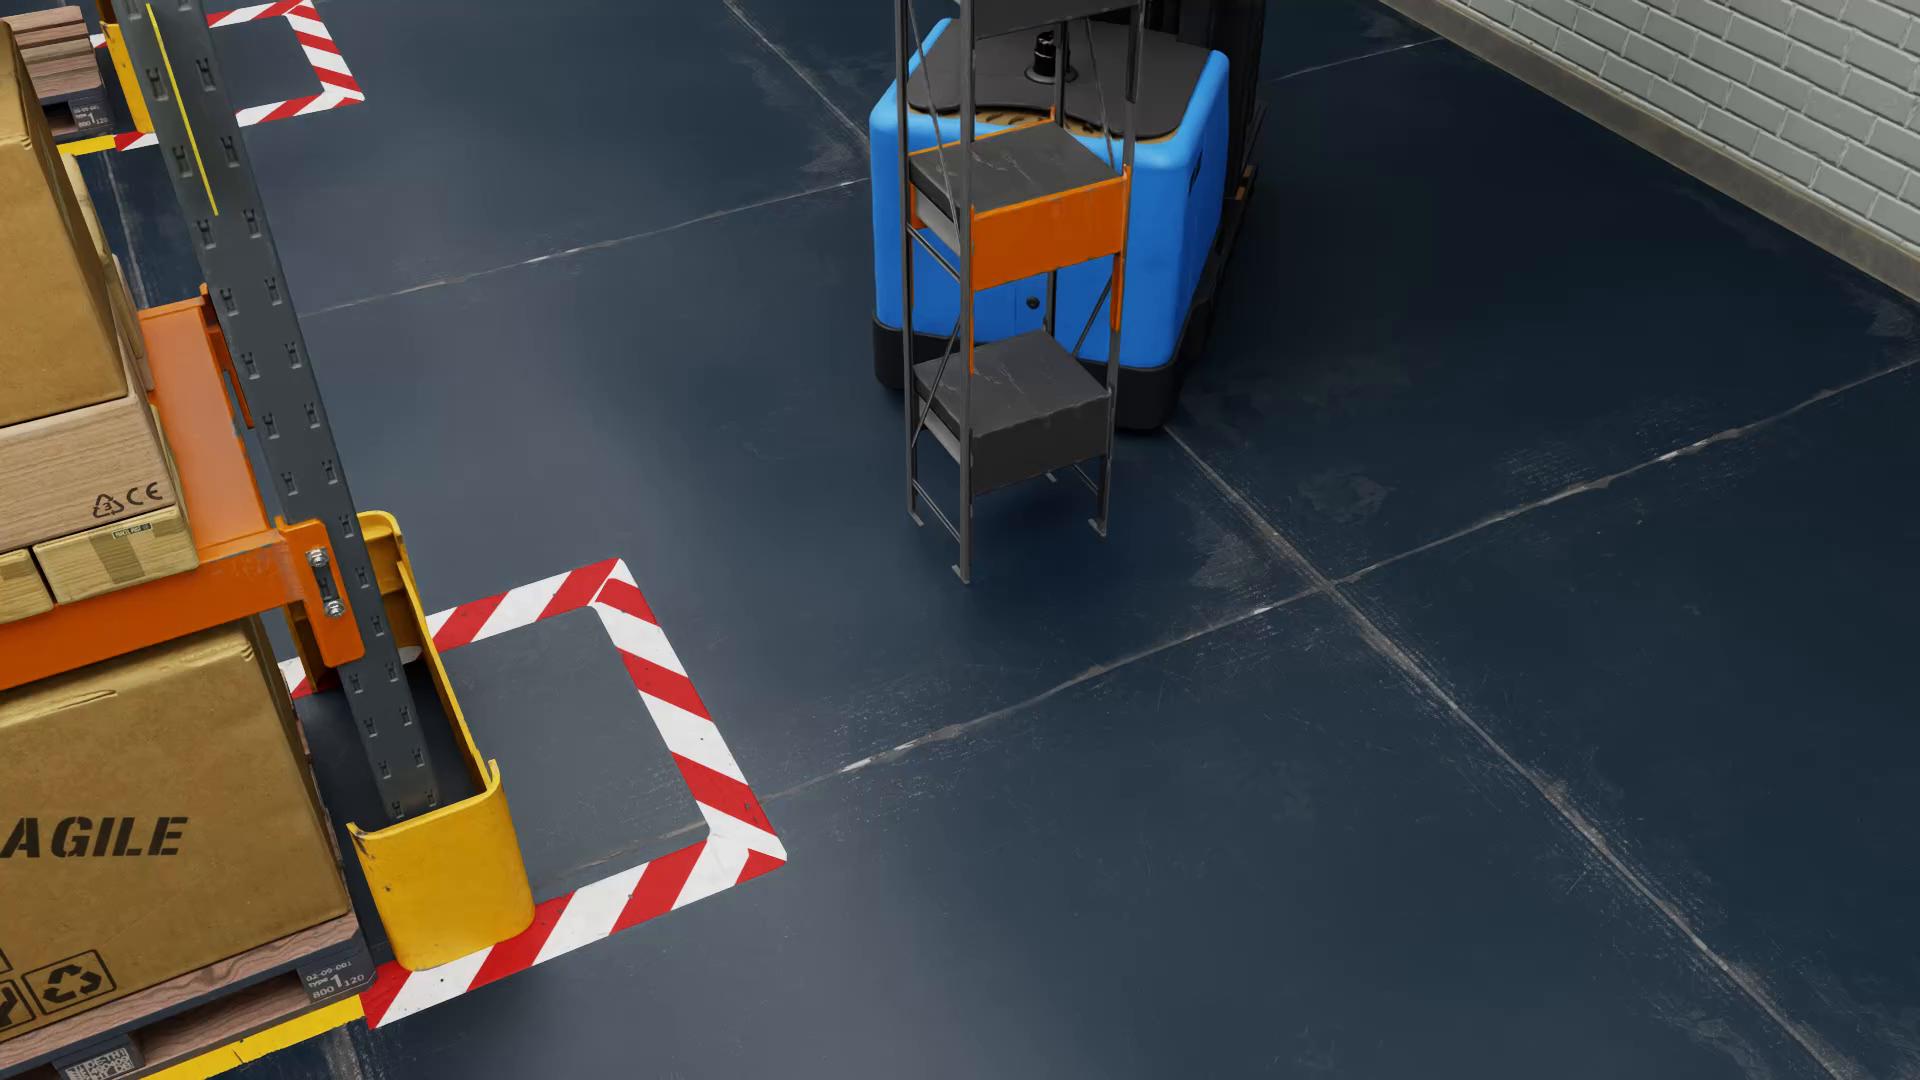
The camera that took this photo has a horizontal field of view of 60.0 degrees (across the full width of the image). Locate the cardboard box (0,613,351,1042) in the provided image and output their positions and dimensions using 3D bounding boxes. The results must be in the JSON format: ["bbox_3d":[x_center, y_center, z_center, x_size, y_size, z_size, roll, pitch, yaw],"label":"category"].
[{"bbox_3d":[-2.010,0.422,3.750,0.875,0.875,0.875,-19,44,-21],"label":"cardboard box"}]

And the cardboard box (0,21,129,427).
[{"bbox_3d":[-1.790,-0.512,2.839,0.500,0.500,0.500,-18,43,-20],"label":"cardboard box"}]

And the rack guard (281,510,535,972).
[{"bbox_3d":[-1.458,0.481,4.295,0.348,0.500,1.175,-19,44,-21],"label":"rack guard"}]

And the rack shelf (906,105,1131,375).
[{"bbox_3d":[0.147,-0.840,4.639,0.480,0.518,0.431,-19,44,-21],"label":"rack shelf"}]

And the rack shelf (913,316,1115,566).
[{"bbox_3d":[0.147,-0.306,5.091,0.480,0.518,0.431,-19,44,-21],"label":"rack shelf"}]

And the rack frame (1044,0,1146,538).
[{"bbox_3d":[0.363,-0.924,4.716,0.015,2.100,0.400,-19,44,-21],"label":"rack frame"}]

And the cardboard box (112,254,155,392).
[{"bbox_3d":[-1.947,-0.453,3.658,0.250,0.149,0.380,-18,43,-20],"label":"cardboard box"}]

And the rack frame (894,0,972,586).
[{"bbox_3d":[-0.070,-0.778,4.544,0.015,2.100,0.400,-19,44,-21],"label":"rack frame"}]

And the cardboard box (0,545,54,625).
[{"bbox_3d":[-1.873,0.004,3.119,0.250,0.149,0.380,-18,44,-20],"label":"cardboard box"}]

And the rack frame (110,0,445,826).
[{"bbox_3d":[-1.479,-0.466,3.479,0.127,3.000,1.000,-19,44,-21],"label":"rack frame"}]

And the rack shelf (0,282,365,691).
[{"bbox_3d":[-3.253,0.406,3.006,4.000,0.370,1.077,-19,44,-21],"label":"rack shelf"}]

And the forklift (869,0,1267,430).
[{"bbox_3d":[0.605,-2.450,5.875,1.130,2.935,3.031,11,41,12],"label":"forklift"}]

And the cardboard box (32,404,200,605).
[{"bbox_3d":[-1.643,-0.075,3.211,0.250,0.149,0.380,-18,43,-20],"label":"cardboard box"}]

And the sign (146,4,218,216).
[{"bbox_3d":[-1.241,-0.683,2.656,0.005,0.325,0.100,-19,44,-21],"label":"sign"}]

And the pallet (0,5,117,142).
[{"bbox_3d":[-4.517,-2.016,7.468,1.213,0.211,1.003,-19,44,-21],"label":"pallet"}]

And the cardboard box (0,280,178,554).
[{"bbox_3d":[-1.786,-0.225,3.081,0.500,0.250,0.500,-19,44,-21],"label":"cardboard box"}]

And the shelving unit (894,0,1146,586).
[{"bbox_3d":[0.147,-0.851,4.630,0.503,2.100,0.431,-19,44,-21],"label":"shelving unit"}]

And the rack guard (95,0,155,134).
[{"bbox_3d":[-3.752,-2.365,7.656,0.348,0.500,1.175,-19,44,-21],"label":"rack guard"}]

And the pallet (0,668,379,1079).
[{"bbox_3d":[-2.152,0.882,4.045,1.213,0.211,1.003,-19,44,-21],"label":"pallet"}]

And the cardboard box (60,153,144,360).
[{"bbox_3d":[-2.030,-0.534,3.445,0.500,0.250,0.500,-20,44,-22],"label":"cardboard box"}]

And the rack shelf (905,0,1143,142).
[{"bbox_3d":[0.147,-1.375,4.187,0.480,0.518,0.431,-19,44,-21],"label":"rack shelf"}]
